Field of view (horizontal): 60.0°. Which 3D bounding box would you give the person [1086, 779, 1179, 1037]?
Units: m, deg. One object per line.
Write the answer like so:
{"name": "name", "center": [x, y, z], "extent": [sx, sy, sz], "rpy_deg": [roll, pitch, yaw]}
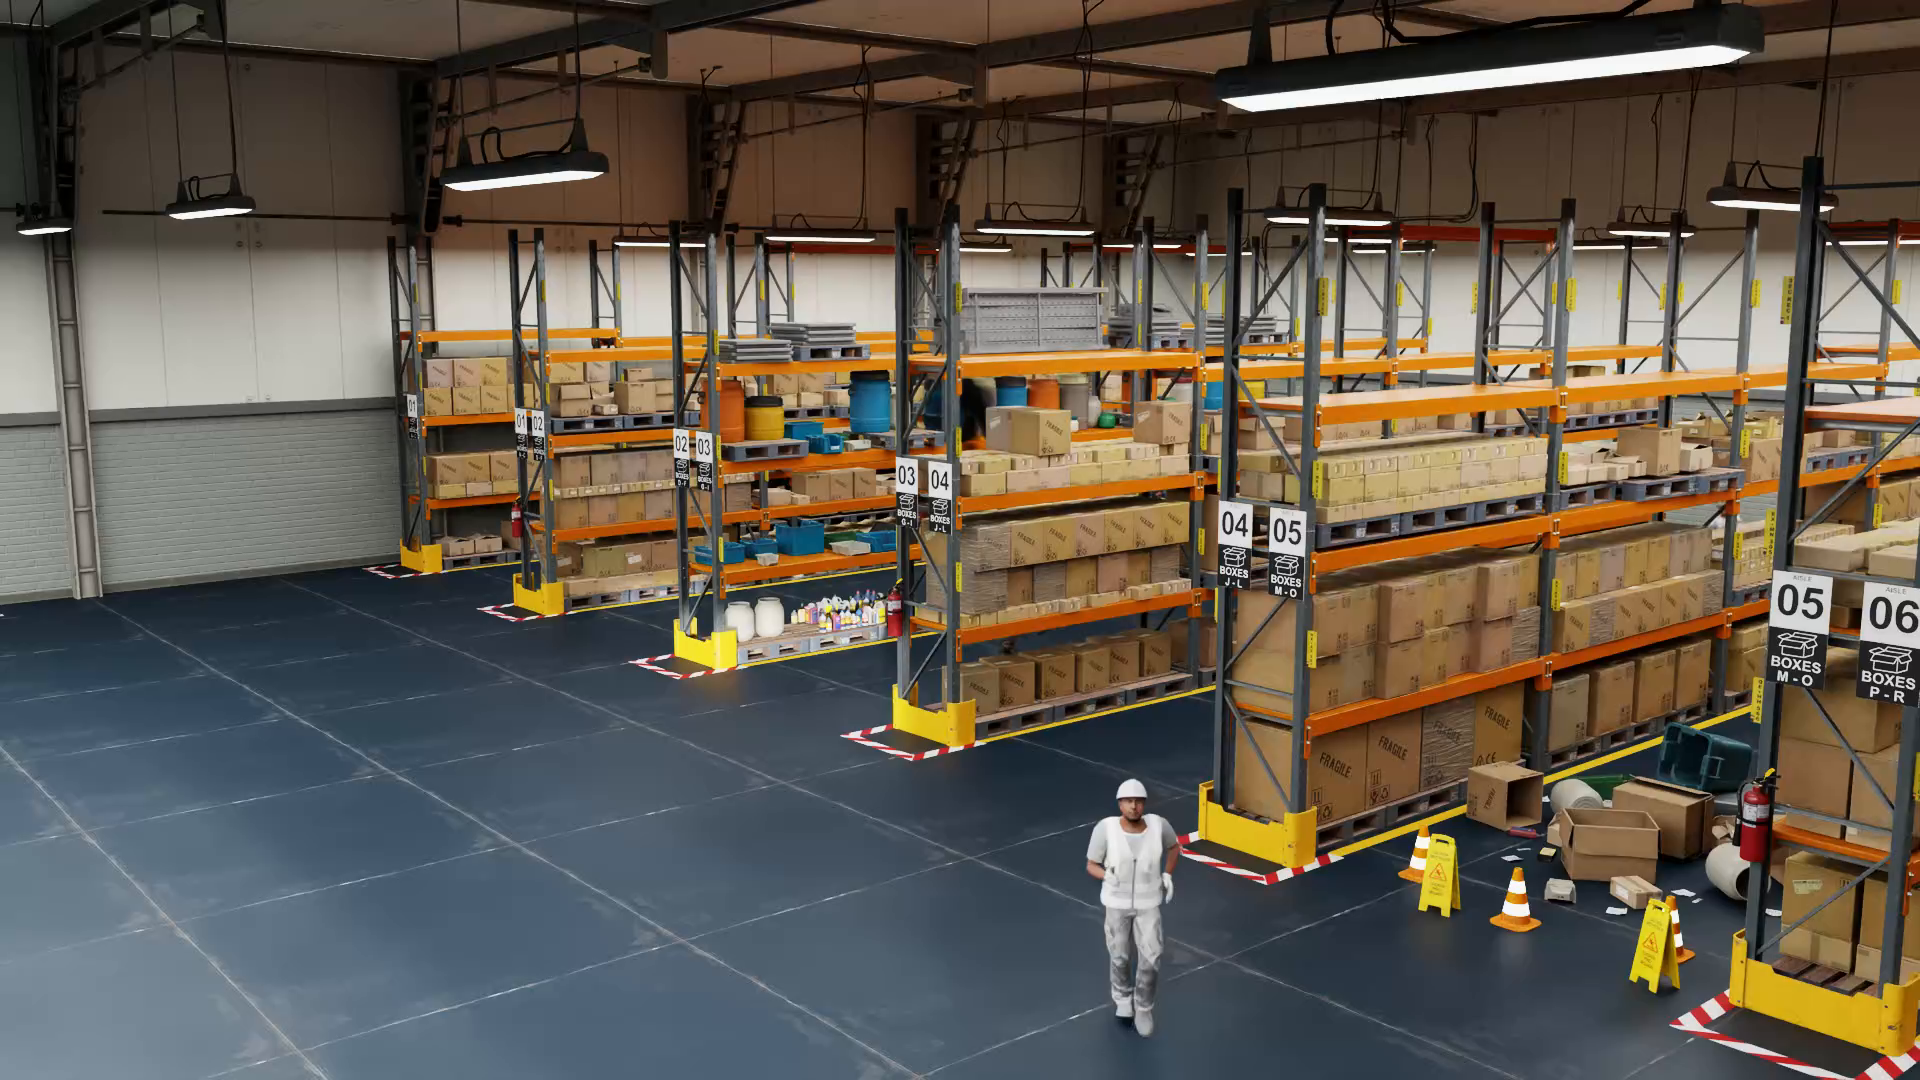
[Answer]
{"name": "person", "center": [1.198, 2.550, 11.474], "extent": [0.657, 1.805, 0.671], "rpy_deg": [0, 9, 3]}

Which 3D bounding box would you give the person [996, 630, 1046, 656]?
{"name": "person", "center": [0.838, 0.673, 22.028], "extent": [1.088, 1.732, 0.632], "rpy_deg": [-7, 11, -36]}

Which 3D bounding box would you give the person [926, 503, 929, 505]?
{"name": "person", "center": [-0.489, -0.974, 34.545], "extent": [0.560, 1.753, 0.711], "rpy_deg": [8, 12, 44]}

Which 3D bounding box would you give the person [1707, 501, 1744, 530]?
{"name": "person", "center": [12.746, 0.113, 27.687], "extent": [0.659, 1.616, 0.569], "rpy_deg": [5, 10, 28]}
